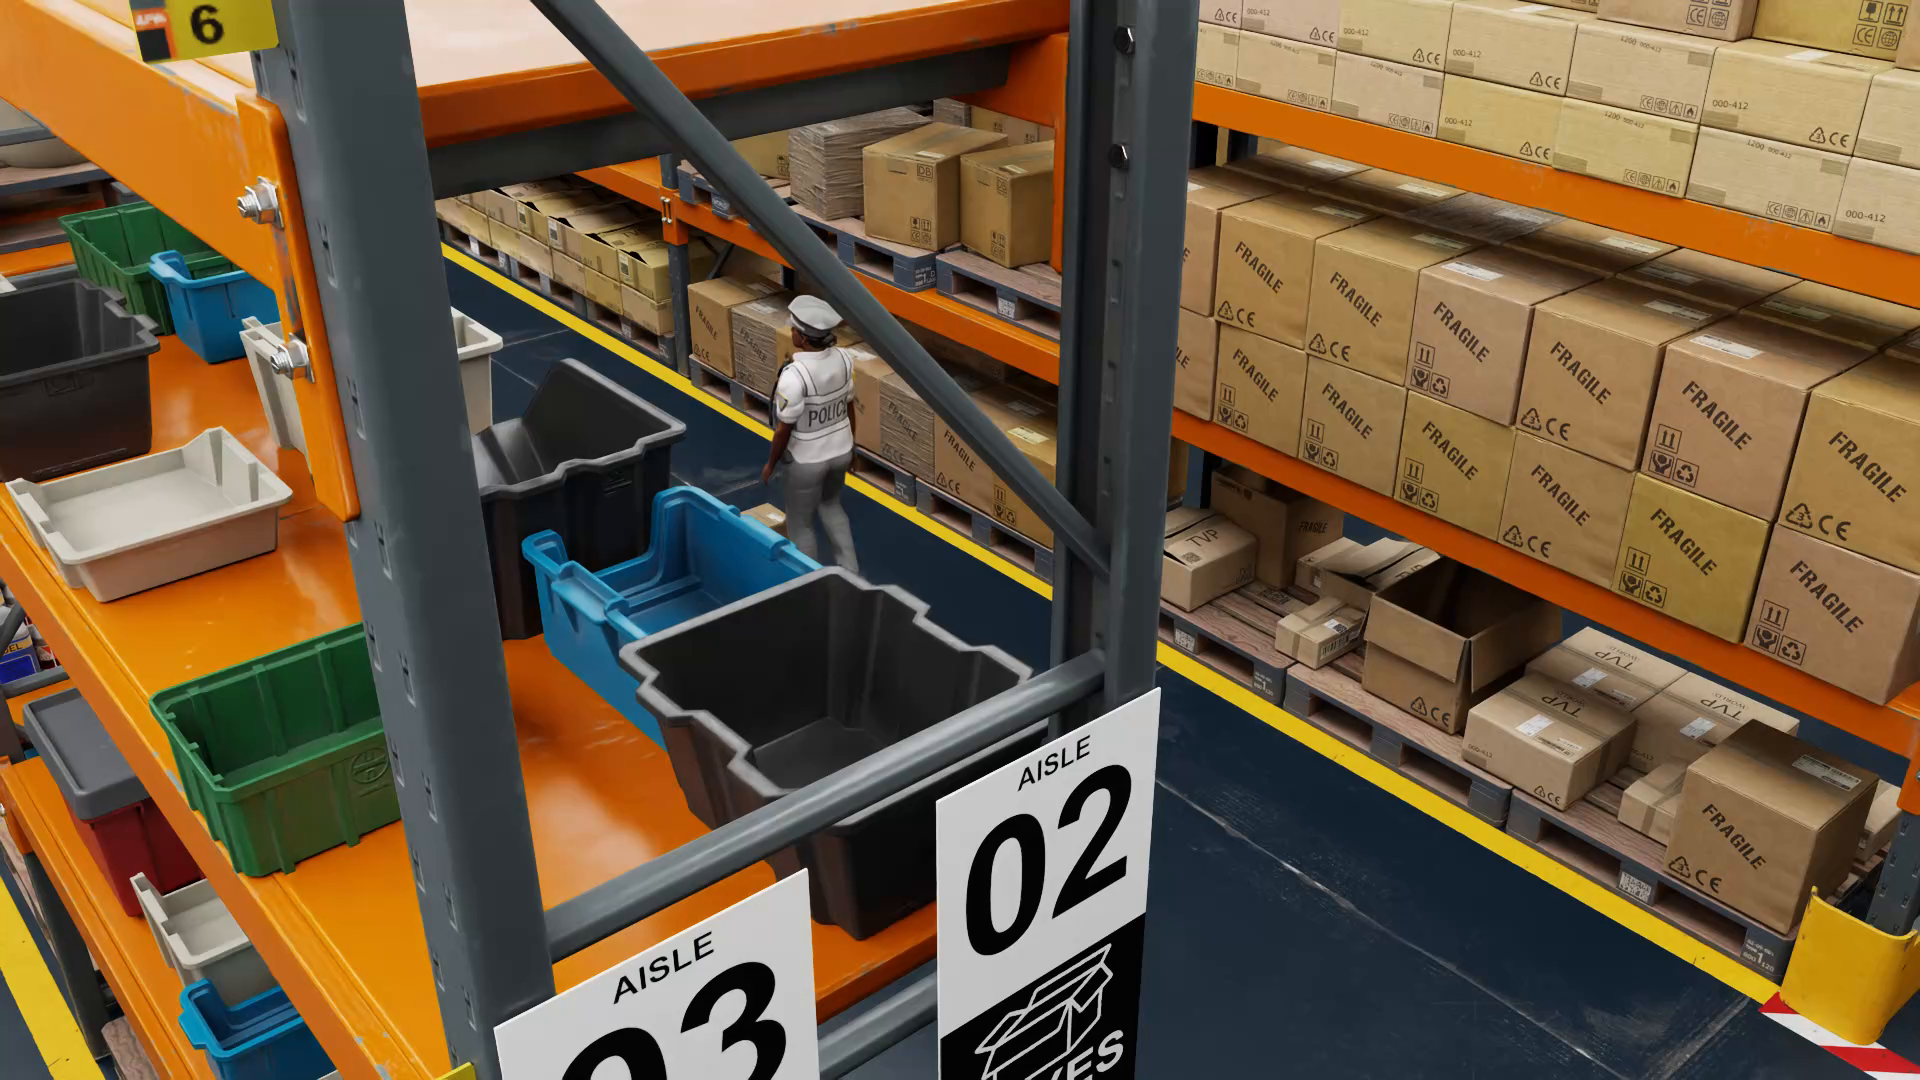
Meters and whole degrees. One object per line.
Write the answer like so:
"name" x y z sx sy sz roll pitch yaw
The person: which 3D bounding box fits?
"person" -0.756 -0.414 8.345 0.453 1.731 0.496 25 37 38
